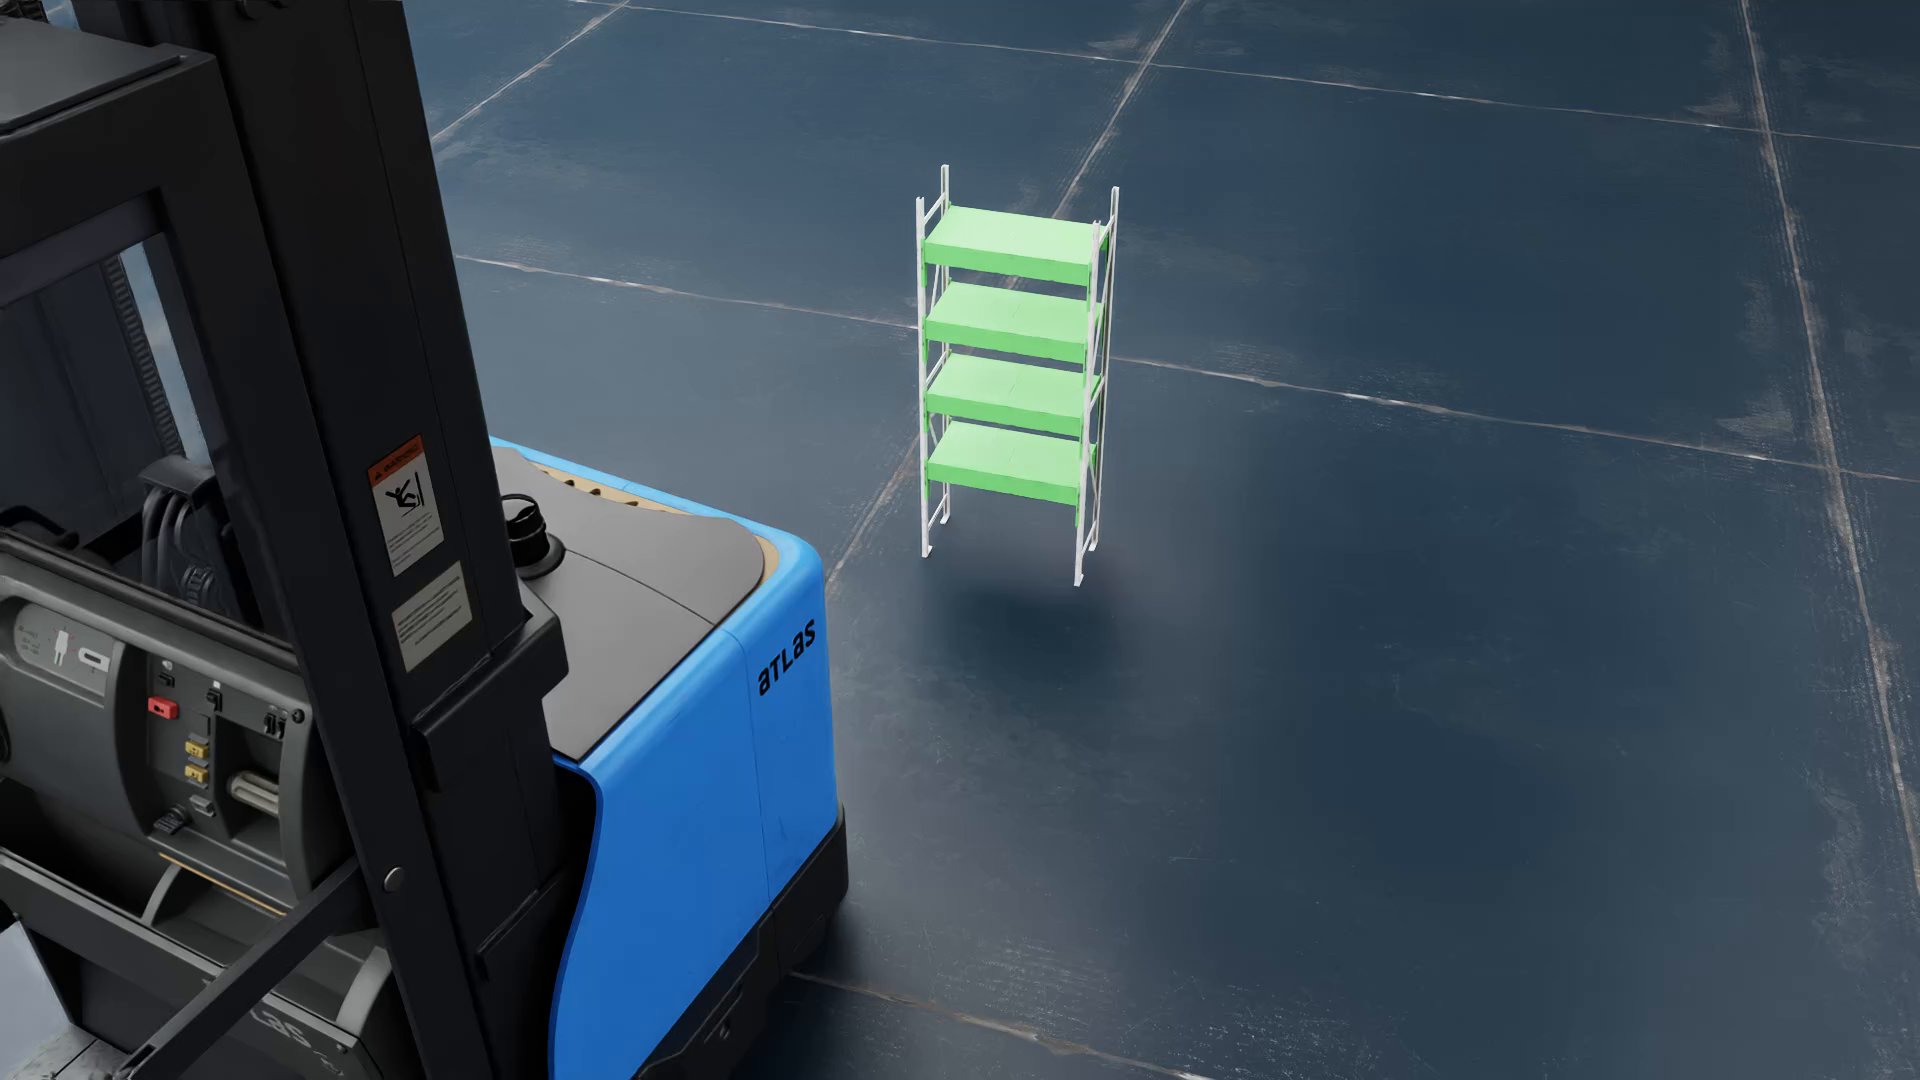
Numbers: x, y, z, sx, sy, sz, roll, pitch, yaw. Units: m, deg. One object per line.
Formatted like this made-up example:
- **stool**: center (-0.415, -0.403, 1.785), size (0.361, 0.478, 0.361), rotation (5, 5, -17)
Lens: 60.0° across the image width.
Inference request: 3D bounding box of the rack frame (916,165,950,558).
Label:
- **rack frame**: center (-0.075, -0.497, 4.913), size (0.015, 1.200, 0.240), rotation (10, 38, 14)

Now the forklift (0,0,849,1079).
- **forklift**: center (-1.402, 0.328, 2.331), size (1.130, 2.935, 3.031), rotation (17, 40, 22)

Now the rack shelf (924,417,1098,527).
- **rack shelf**: center (0.158, -0.209, 5.035), size (0.480, 0.148, 0.258), rotation (10, 38, 14)

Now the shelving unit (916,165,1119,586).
- **shelving unit**: center (0.158, -0.454, 4.855), size (0.503, 1.200, 0.258), rotation (10, 38, 14)

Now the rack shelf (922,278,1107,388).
- **rack shelf**: center (0.158, -0.596, 4.750), size (0.480, 0.148, 0.258), rotation (10, 38, 14)

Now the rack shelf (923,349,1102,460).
- **rack shelf**: center (0.158, -0.403, 4.892), size (0.480, 0.148, 0.258), rotation (10, 38, 14)

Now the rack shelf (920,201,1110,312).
- **rack shelf**: center (0.158, -0.789, 4.608), size (0.480, 0.148, 0.258), rotation (10, 38, 14)

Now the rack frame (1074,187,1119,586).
- **rack frame**: center (0.391, -0.411, 4.796), size (0.015, 1.200, 0.240), rotation (10, 38, 14)
